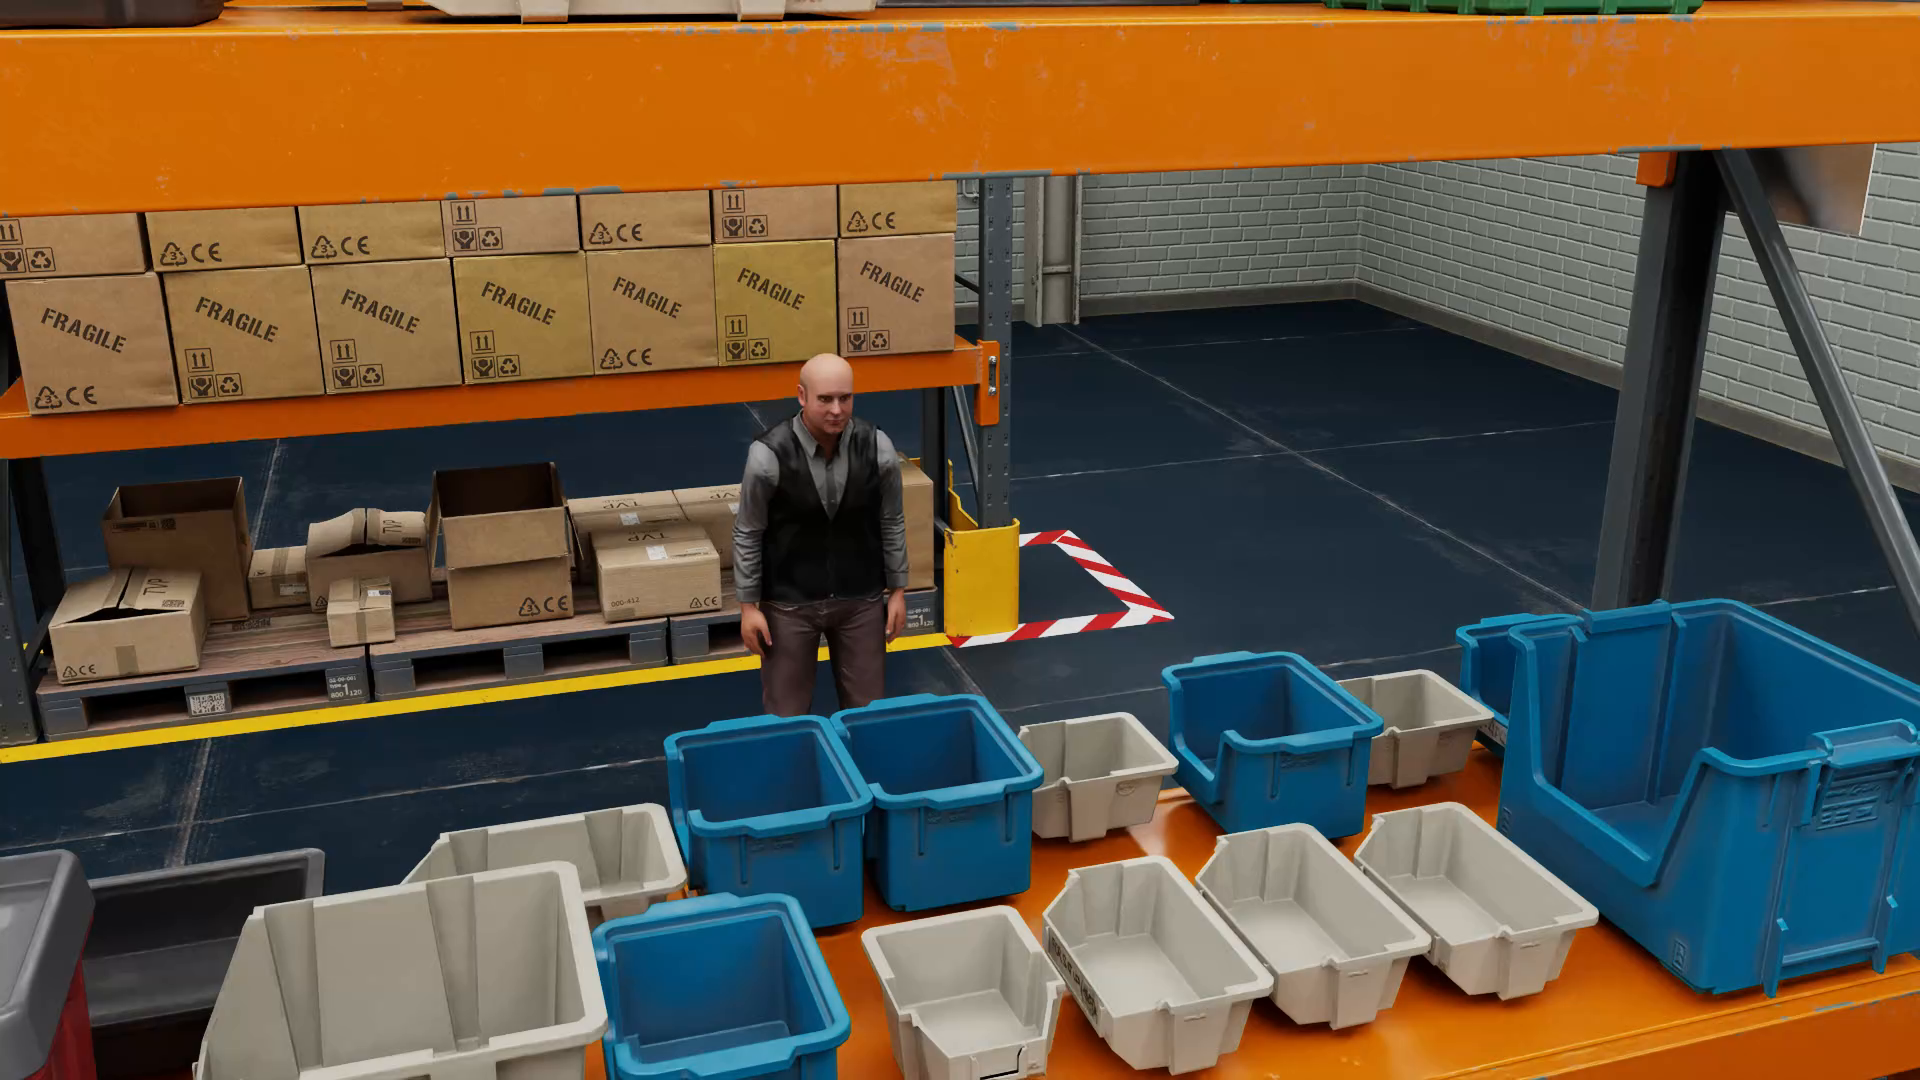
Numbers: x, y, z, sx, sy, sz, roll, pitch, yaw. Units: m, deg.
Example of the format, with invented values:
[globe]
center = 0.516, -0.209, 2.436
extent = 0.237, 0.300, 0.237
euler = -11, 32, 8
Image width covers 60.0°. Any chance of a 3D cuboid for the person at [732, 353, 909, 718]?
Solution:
[person]
center = -0.445, 0.224, 5.455
extent = 0.580, 1.720, 0.465
euler = -6, 20, -17
